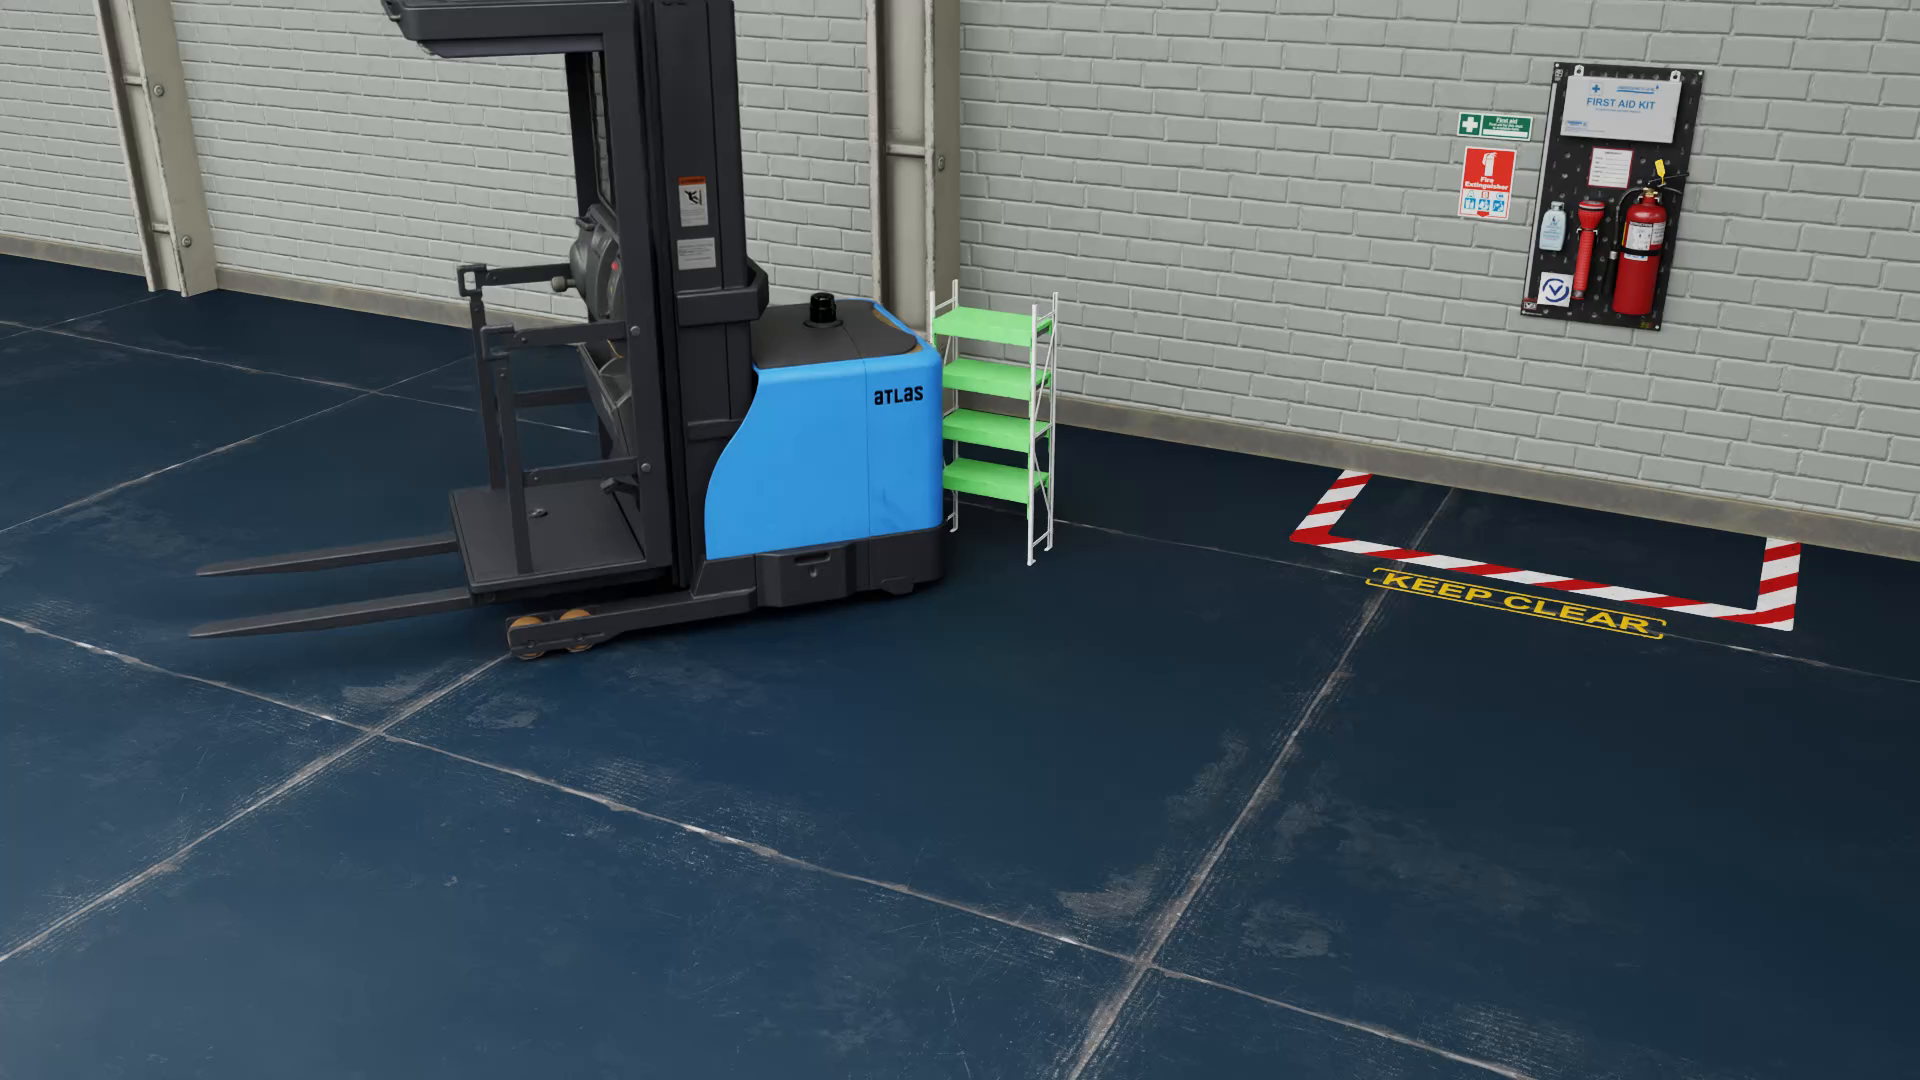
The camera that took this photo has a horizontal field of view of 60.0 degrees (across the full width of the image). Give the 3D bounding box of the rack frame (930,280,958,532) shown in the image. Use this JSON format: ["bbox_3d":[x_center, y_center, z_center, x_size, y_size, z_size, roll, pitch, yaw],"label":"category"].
[{"bbox_3d":[-0.070,-0.566,7.548,0.015,1.200,0.240,11,25,25],"label":"rack frame"}]

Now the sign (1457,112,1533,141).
[{"bbox_3d":[2.475,-1.916,7.699,0.331,0.109,0.001,11,25,25],"label":"sign"}]

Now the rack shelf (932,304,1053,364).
[{"bbox_3d":[0.148,-0.906,7.284,0.480,0.148,0.258,11,25,25],"label":"rack shelf"}]

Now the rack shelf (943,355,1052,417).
[{"bbox_3d":[0.148,-0.685,7.378,0.480,0.148,0.258,11,25,25],"label":"rack shelf"}]

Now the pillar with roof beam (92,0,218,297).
[{"bbox_3d":[-7.542,-4.452,6.721,0.400,9.000,9.100,11,25,25],"label":"pillar with roof beam"}]

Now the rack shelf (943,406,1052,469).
[{"bbox_3d":[0.148,-0.464,7.471,0.480,0.148,0.258,11,25,25],"label":"rack shelf"}]

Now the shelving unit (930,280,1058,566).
[{"bbox_3d":[0.148,-0.523,7.446,0.503,1.200,0.258,11,25,25],"label":"shelving unit"}]

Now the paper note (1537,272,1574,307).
[{"bbox_3d":[2.795,-1.176,7.808,0.142,0.148,0.016,11,25,25],"label":"paper note"}]

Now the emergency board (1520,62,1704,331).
[{"bbox_3d":[2.922,-1.526,7.505,0.643,1.169,0.194,11,25,25],"label":"emergency board"}]

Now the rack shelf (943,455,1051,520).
[{"bbox_3d":[0.148,-0.243,7.565,0.480,0.148,0.258,11,25,25],"label":"rack shelf"}]

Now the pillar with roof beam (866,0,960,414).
[{"bbox_3d":[-2.187,-3.393,4.229,0.400,9.000,9.100,11,25,25],"label":"pillar with roof beam"}]

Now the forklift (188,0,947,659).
[{"bbox_3d":[-1.631,-1.106,6.606,3.031,2.935,1.130,-8,24,-19],"label":"forklift"}]

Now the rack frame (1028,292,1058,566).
[{"bbox_3d":[0.365,-0.480,7.345,0.015,1.200,0.240,11,25,25],"label":"rack frame"}]

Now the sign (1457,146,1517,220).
[{"bbox_3d":[2.475,-1.676,7.812,0.234,0.329,0.001,11,25,25],"label":"sign"}]
